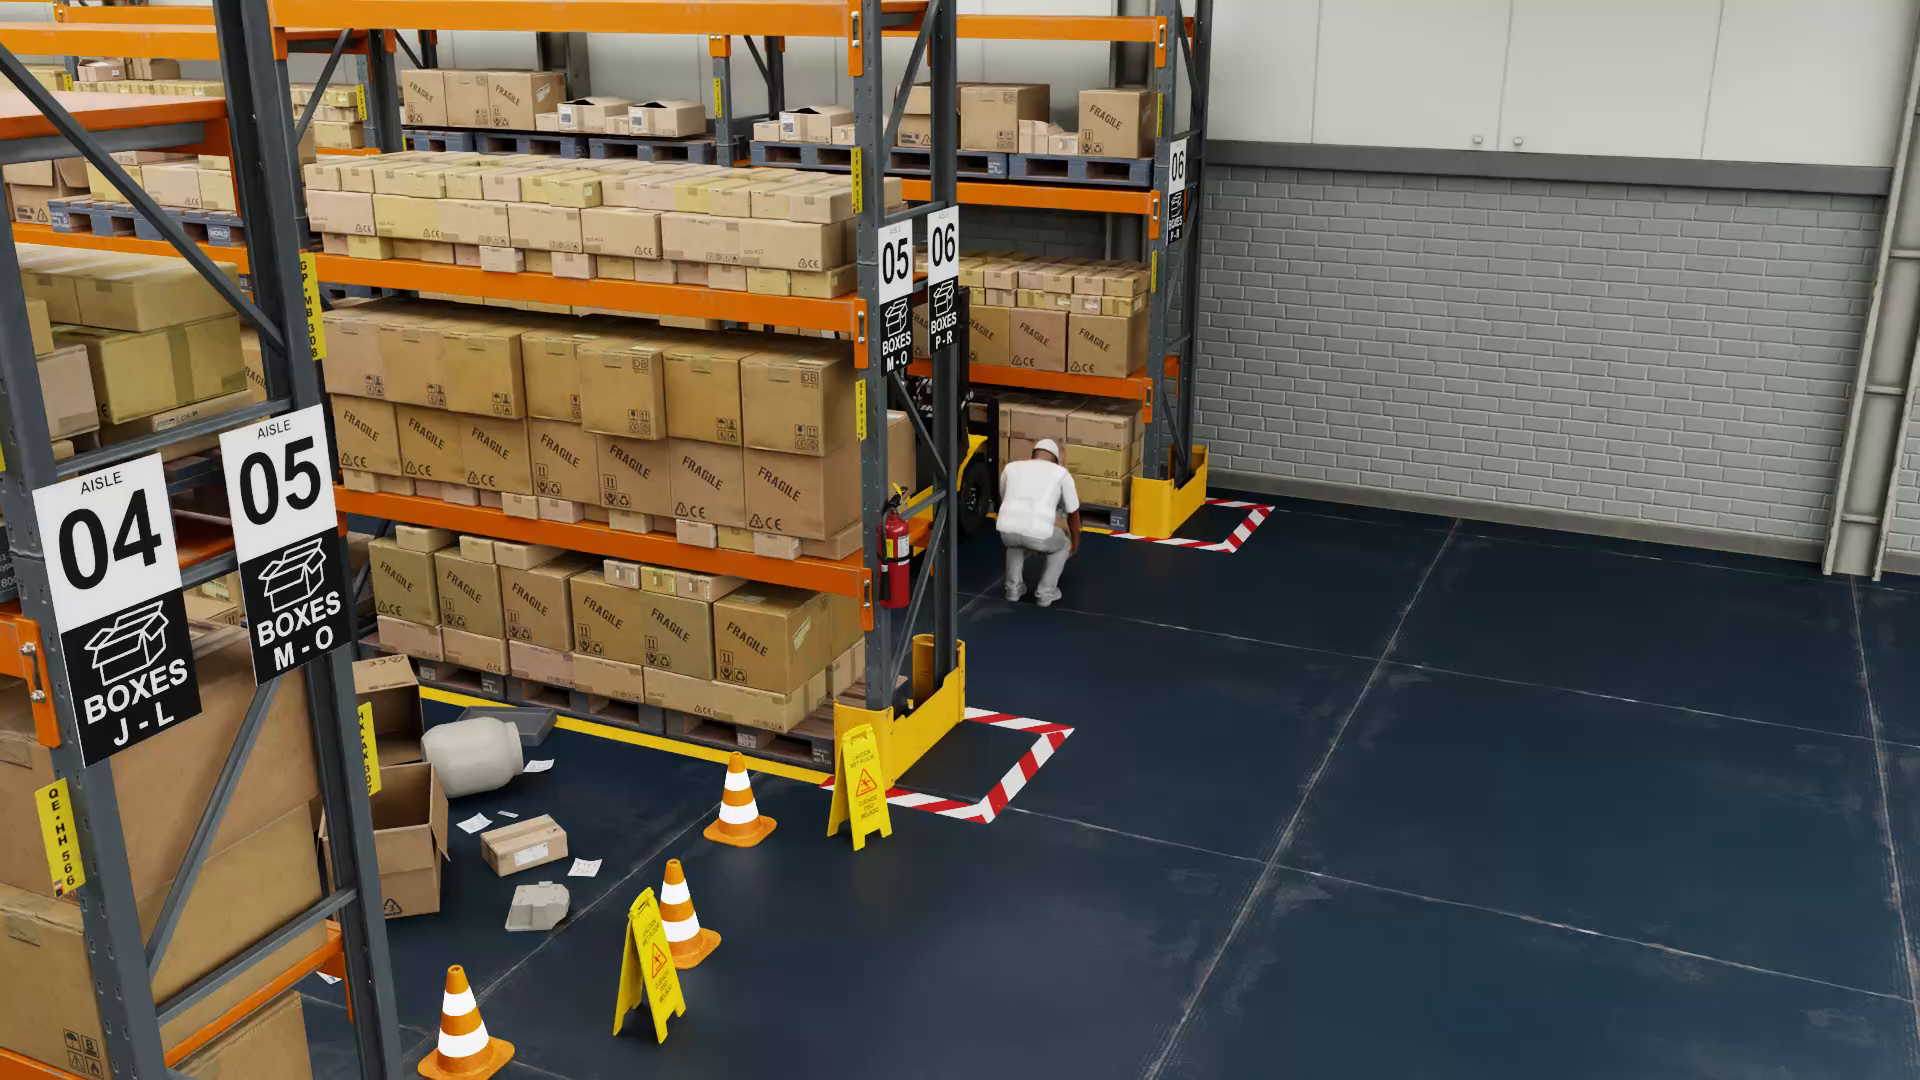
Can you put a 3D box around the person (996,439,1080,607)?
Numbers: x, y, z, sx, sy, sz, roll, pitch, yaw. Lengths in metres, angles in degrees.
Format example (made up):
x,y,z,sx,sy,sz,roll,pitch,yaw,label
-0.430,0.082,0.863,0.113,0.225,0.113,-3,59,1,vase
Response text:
x,y,z,sx,sy,sz,roll,pitch,yaw,label
0.539,-0.134,12.401,0.607,1.132,0.843,8,21,23,person
